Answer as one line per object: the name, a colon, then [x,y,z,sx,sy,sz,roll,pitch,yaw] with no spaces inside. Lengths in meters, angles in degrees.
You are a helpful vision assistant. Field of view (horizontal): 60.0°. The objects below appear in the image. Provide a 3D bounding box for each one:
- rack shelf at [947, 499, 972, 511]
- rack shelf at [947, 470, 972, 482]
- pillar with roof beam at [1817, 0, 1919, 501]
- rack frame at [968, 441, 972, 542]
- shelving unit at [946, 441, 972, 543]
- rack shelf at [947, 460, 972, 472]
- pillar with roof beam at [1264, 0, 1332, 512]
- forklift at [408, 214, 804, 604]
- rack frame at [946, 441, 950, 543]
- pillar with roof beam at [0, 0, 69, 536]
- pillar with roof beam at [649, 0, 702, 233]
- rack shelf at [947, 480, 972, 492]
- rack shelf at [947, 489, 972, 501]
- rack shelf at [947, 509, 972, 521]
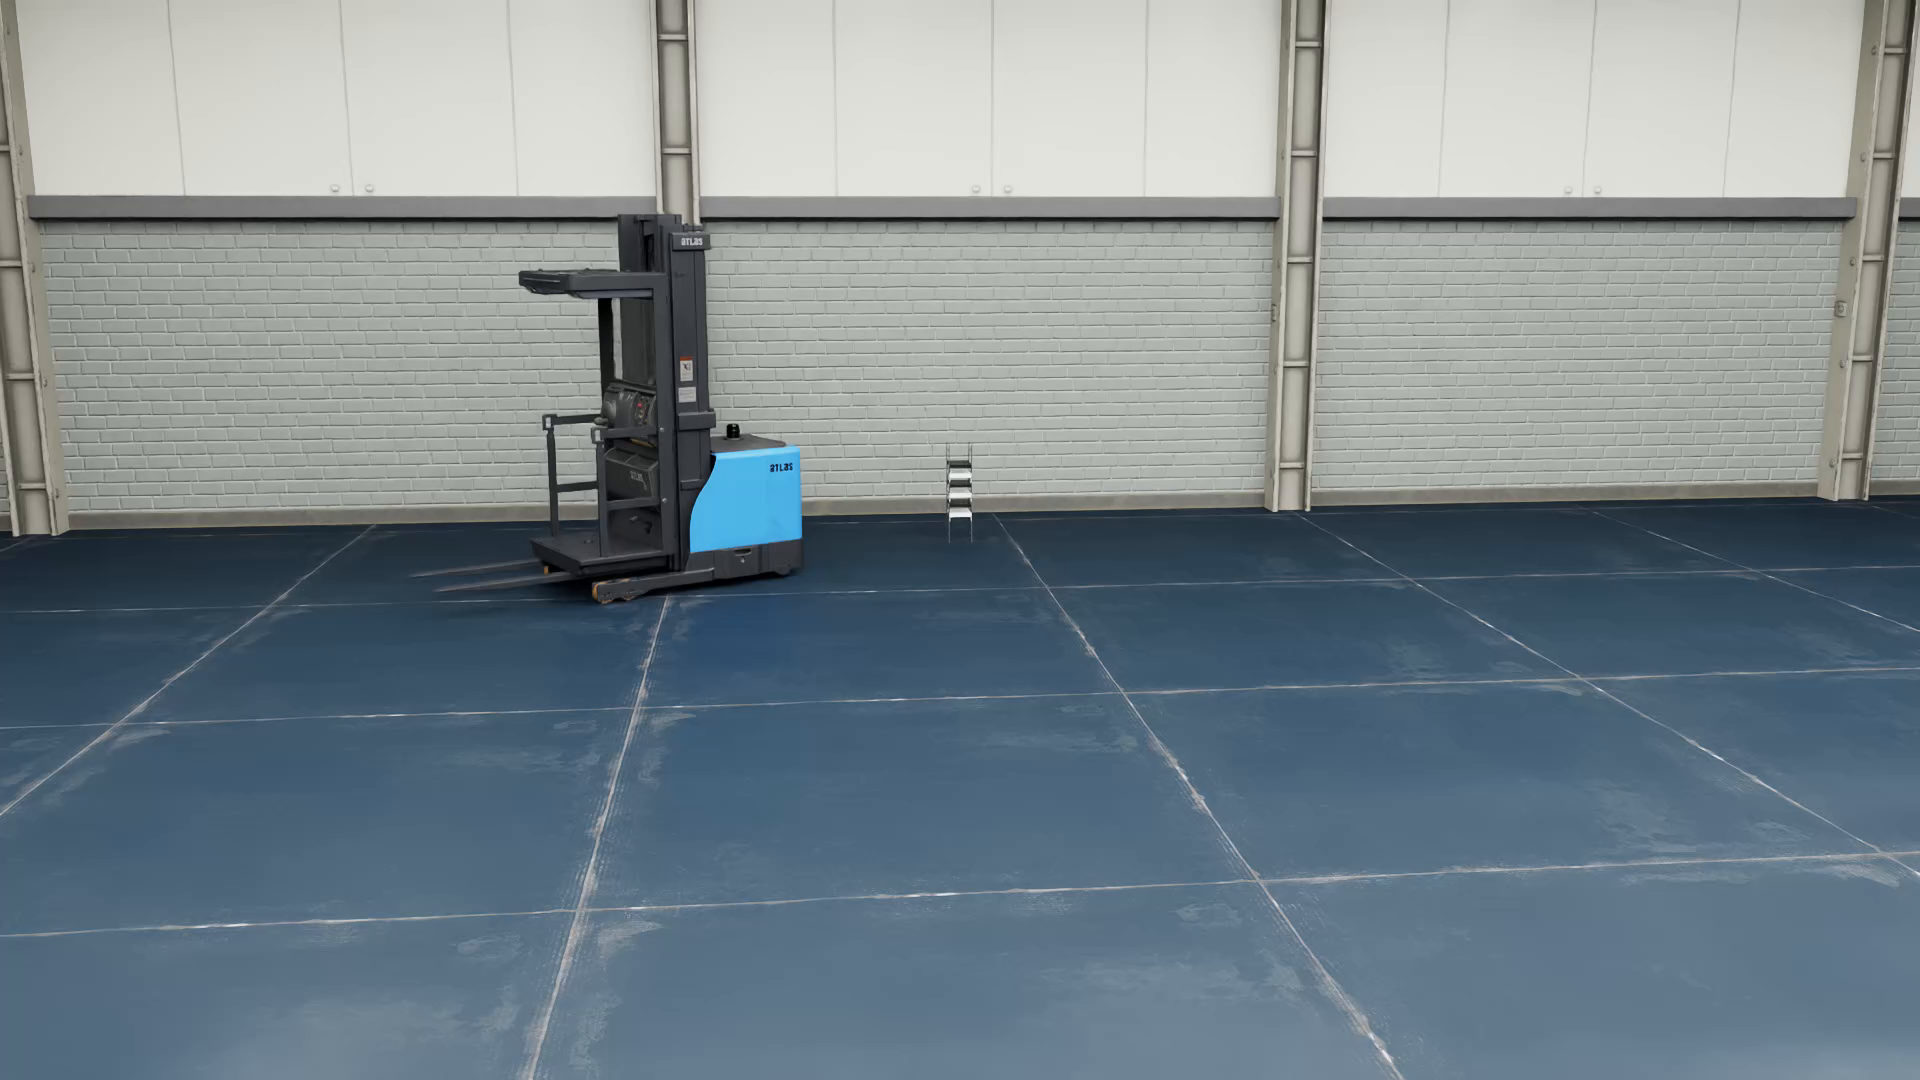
rack shelf: [-0.008,-0.320,15.186,0.200,0.077,0.258,-1,11,-6]
rack shelf: [-0.008,-0.585,15.134,0.200,0.077,0.258,-1,11,-6]
pillar with roof beam: [9.748,-4.033,12.439,0.400,9.000,9.100,-1,11,-6]
rack frame: [0.093,-0.443,15.173,0.006,0.900,0.240,-1,11,-6]
shelving unit: [-0.008,-0.441,15.162,0.210,0.900,0.258,-1,11,-6]
rack shelf: [-0.008,-0.674,15.117,0.200,0.077,0.258,-1,11,-6]
pillar with roof beam: [3.783,-3.908,11.803,0.400,9.000,9.100,-1,11,-6]
forklift: [-2.791,-1.065,13.067,3.031,2.935,1.130,-8,14,-34]
rack frame: [-0.109,-0.439,15.152,0.006,0.900,0.240,-1,11,-6]
pillar with roof beam: [-8.147,-3.658,10.531,0.400,9.000,9.100,-1,11,-6]
pillar with roof beam: [-2.182,-3.783,11.167,0.400,9.000,9.100,-1,11,-6]
rack shelf: [-0.008,-0.497,15.151,0.200,0.077,0.258,-1,11,-6]
rack shelf: [-0.008,-0.409,15.169,0.200,0.077,0.258,-1,11,-6]
rack shelf: [-0.008,-0.232,15.203,0.200,0.077,0.258,-1,11,-6]
